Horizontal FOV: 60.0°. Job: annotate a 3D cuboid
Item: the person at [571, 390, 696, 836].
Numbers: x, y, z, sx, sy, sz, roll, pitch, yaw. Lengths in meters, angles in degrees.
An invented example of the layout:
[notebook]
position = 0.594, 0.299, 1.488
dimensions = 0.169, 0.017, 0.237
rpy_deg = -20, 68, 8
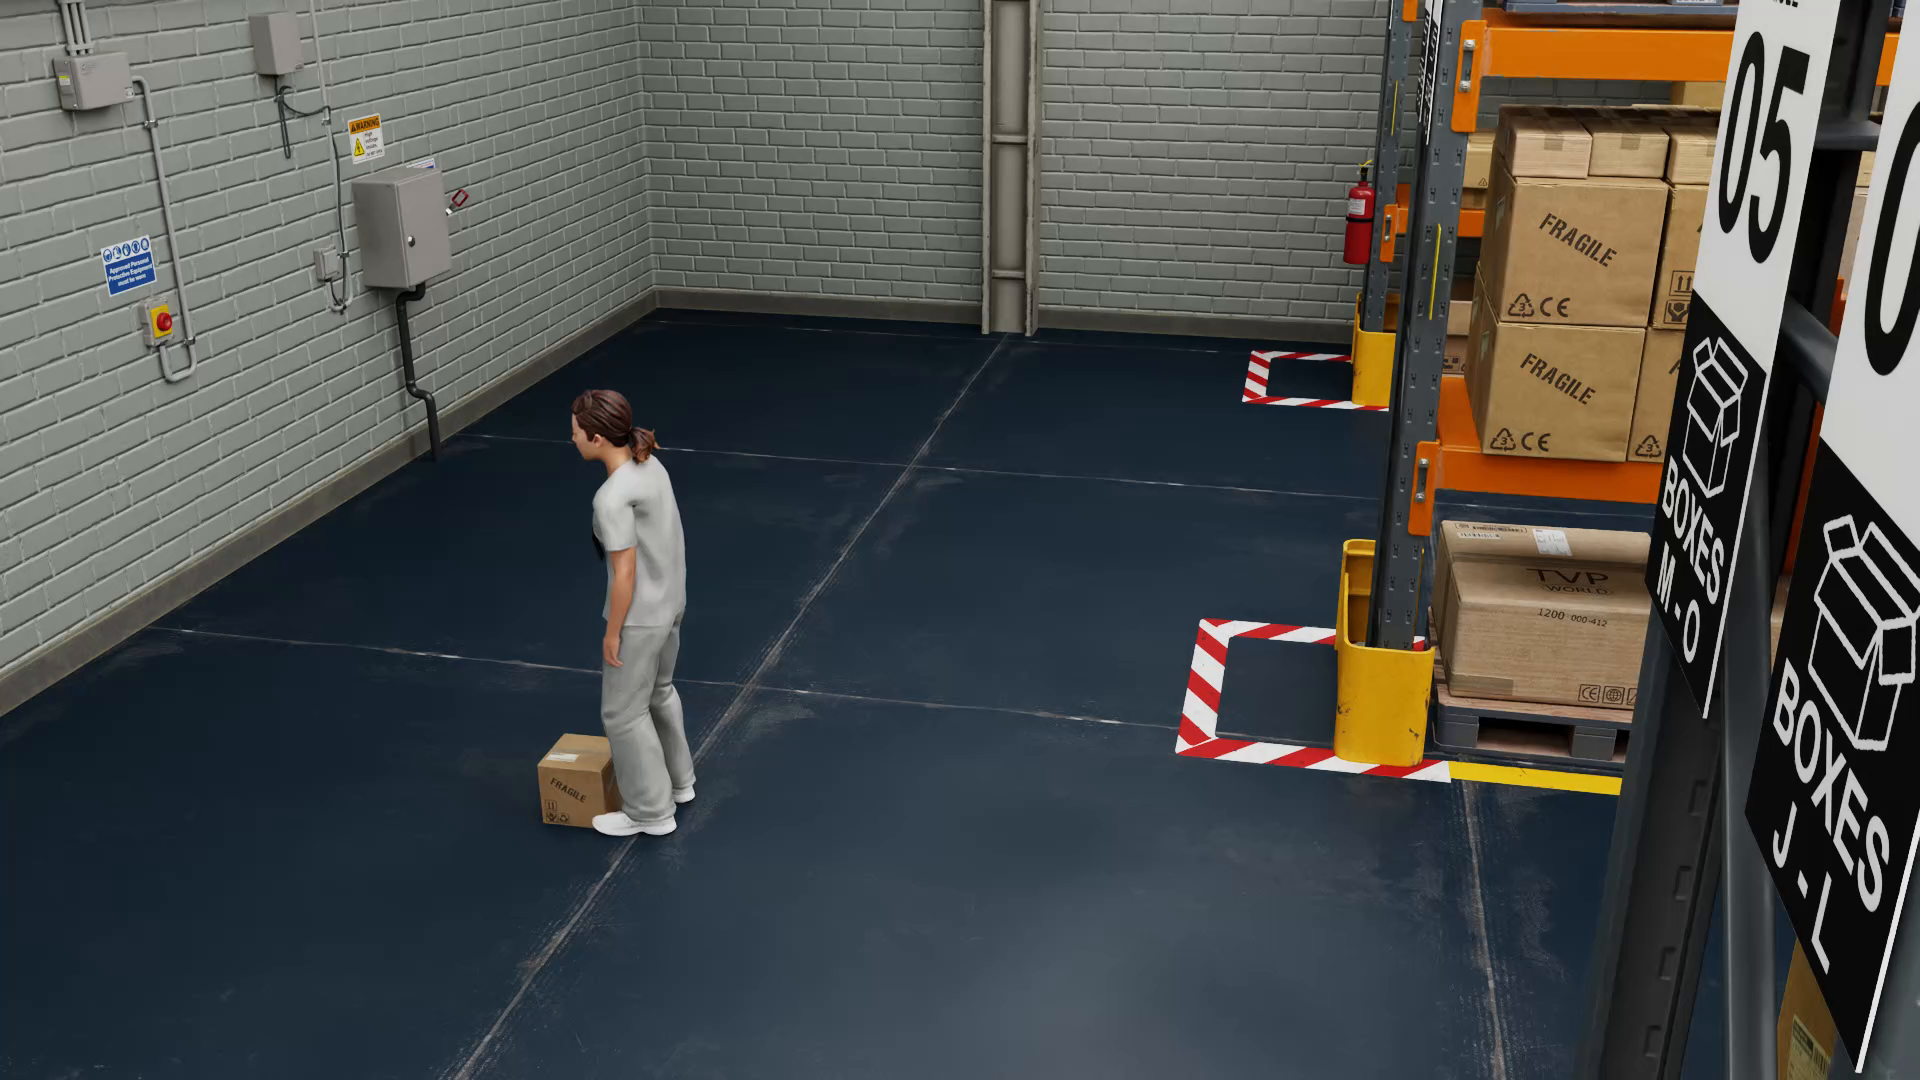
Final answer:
[person]
position = -1.160, 0.259, 5.937
dimensions = 0.362, 1.671, 0.501
rpy_deg = 3, 22, 8
